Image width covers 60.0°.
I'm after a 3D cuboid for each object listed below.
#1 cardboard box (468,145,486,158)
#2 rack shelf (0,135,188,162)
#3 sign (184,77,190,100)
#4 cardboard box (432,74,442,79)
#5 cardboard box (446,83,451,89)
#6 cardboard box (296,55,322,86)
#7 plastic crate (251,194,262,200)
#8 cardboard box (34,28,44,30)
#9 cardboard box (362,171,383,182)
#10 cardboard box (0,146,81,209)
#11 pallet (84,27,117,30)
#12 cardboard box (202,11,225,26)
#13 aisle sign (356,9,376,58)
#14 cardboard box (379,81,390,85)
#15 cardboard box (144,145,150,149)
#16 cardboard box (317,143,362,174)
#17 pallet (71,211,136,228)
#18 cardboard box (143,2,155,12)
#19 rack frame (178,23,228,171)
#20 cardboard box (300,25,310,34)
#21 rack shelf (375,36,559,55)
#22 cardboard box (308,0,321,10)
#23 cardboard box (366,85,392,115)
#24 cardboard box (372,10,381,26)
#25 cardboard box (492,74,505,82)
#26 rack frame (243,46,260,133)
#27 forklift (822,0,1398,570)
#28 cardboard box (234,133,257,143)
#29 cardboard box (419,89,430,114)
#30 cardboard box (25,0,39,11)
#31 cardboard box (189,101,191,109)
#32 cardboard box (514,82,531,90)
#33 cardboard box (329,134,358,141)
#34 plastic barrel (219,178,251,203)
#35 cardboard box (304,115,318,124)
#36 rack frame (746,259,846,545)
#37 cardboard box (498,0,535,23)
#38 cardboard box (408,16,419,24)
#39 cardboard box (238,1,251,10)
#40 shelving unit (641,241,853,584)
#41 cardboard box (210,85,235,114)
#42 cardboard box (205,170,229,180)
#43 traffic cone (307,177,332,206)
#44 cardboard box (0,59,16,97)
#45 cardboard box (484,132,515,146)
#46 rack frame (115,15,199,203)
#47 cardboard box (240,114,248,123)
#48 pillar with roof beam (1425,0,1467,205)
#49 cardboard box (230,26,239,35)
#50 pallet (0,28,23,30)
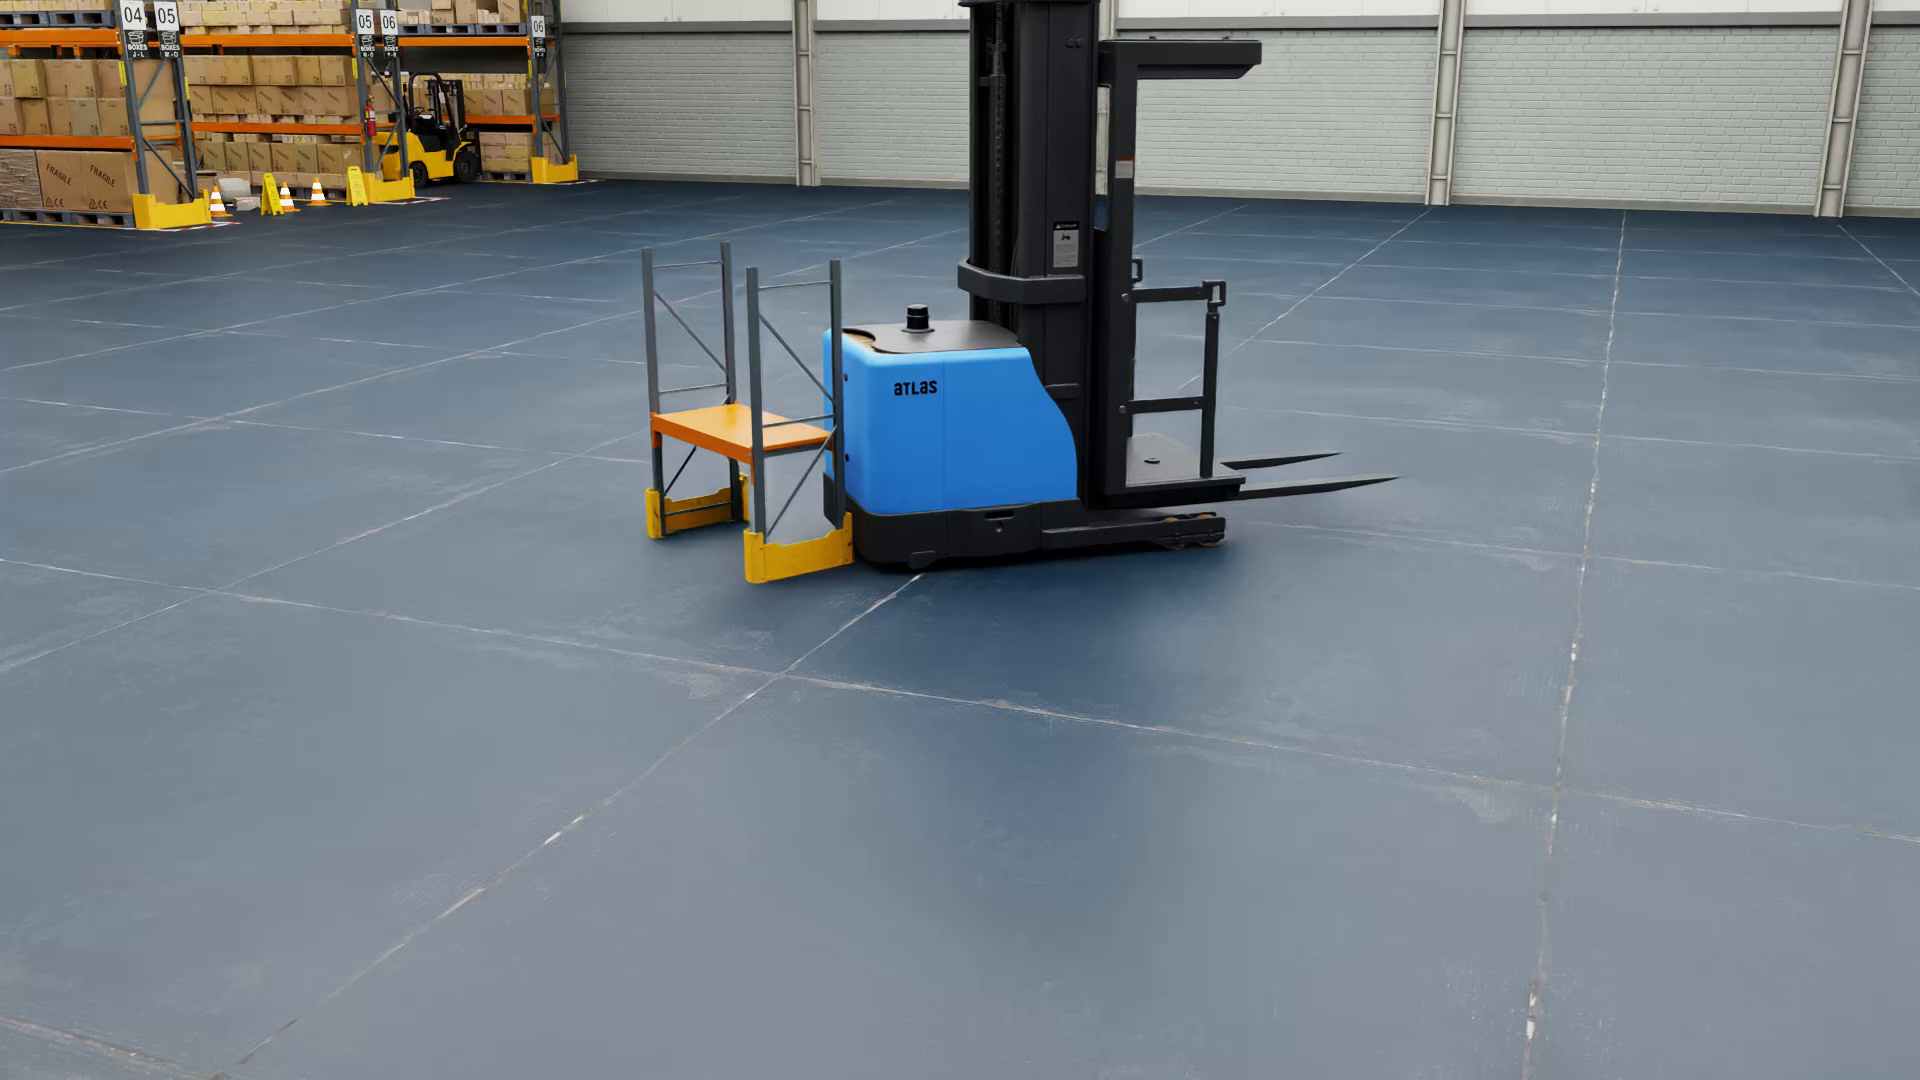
[{"bbox_3d":[-9.757,-7.926,33.877,0.500,0.250,0.500,6,17,19],"label":"cardboard box"},{"bbox_3d":[-13.639,-6.012,25.292,4.000,0.370,1.077,6,17,21],"label":"rack shelf"},{"bbox_3d":[-11.570,-6.750,24.849,0.005,0.325,0.100,6,17,21],"label":"sign"},{"bbox_3d":[-10.545,-9.425,33.884,0.250,0.149,0.380,6,17,20],"label":"cardboard box"},{"bbox_3d":[-10.329,-9.239,33.776,0.250,0.149,0.380,6,17,19],"label":"cardboard box"},{"bbox_3d":[-11.080,-8.167,28.920,0.500,0.500,0.700,6,17,21],"label":"cardboard box"},{"bbox_3d":[-12.618,-6.081,29.476,0.583,0.080,0.402,0,16,1],"label":"plastic crate"},{"bbox_3d":[-17.031,-9.539,31.011,0.258,0.266,0.396,6,17,21],"label":"cardboard box"},{"bbox_3d":[-10.706,-6.482,29.801,0.500,0.250,0.500,6,17,20],"label":"cardboard box"},{"bbox_3d":[-14.101,-5.569,25.536,0.875,0.875,0.875,6,17,21],"label":"cardboard box"},{"bbox_3d":[-15.279,-9.402,30.638,1.003,0.211,1.213,6,17,21],"label":"pallet"},{"bbox_3d":[-12.986,-9.201,29.342,0.500,0.250,0.500,6,17,20],"label":"cardboard box"},{"bbox_3d":[-10.105,-8.614,28.301,0.004,0.787,0.394,6,17,21],"label":"aisle sign"},{"bbox_3d":[-11.760,-9.402,34.338,0.250,0.149,0.380,6,17,20],"label":"cardboard box"},{"bbox_3d":[-18.073,-8.751,37.169,0.500,0.500,0.500,6,17,19],"label":"cardboard box"},{"bbox_3d":[-10.898,-6.702,29.214,0.500,0.500,0.500,6,17,21],"label":"cardboard box"},{"bbox_3d":[-12.551,-4.875,25.088,1.213,0.211,1.003,6,17,21],"label":"pallet"},{"bbox_3d":[-11.980,-7.840,24.439,0.250,0.149,0.380,6,17,21],"label":"cardboard box"},{"bbox_3d":[-13.778,-7.856,30.354,0.127,3.000,1.000,6,17,21],"label":"rack frame"},{"bbox_3d":[-11.181,-8.827,28.769,0.250,0.149,0.380,6,17,21],"label":"cardboard box"},{"bbox_3d":[-10.099,-10.034,33.767,4.000,0.370,1.077,6,17,21],"label":"rack shelf"},{"bbox_3d":[-10.950,-9.165,28.504,0.250,0.149,0.380,6,17,20],"label":"cardboard box"},{"bbox_3d":[-10.396,-7.758,29.304,0.500,0.500,0.500,6,17,20],"label":"cardboard box"},{"bbox_3d":[-10.427,-9.079,28.921,0.500,0.250,0.500,6,17,20],"label":"cardboard box"},{"bbox_3d":[-9.144,-9.256,33.300,0.250,0.149,0.380,7,17,22],"label":"cardboard box"},{"bbox_3d":[-15.681,-9.553,36.199,0.127,3.000,1.000,6,17,21],"label":"rack frame"},{"bbox_3d":[0.847,-1.490,8.548,3.031,2.935,1.130,-5,17,-18],"label":"forklift"},{"bbox_3d":[-12.755,-7.198,29.758,0.250,0.149,0.380,7,18,23],"label":"cardboard box"},{"bbox_3d":[-10.681,-8.978,34.040,0.500,0.500,0.500,6,17,20],"label":"cardboard box"},{"bbox_3d":[-13.394,-7.798,24.294,0.250,0.149,0.380,6,17,21],"label":"cardboard box"},{"bbox_3d":[-14.176,-8.076,30.808,0.250,0.149,0.380,7,17,21],"label":"cardboard box"},{"bbox_3d":[-8.664,-9.057,33.148,0.250,0.149,0.380,7,17,21],"label":"cardboard box"},{"bbox_3d":[-13.168,-8.337,35.517,0.625,0.625,0.875,6,17,20],"label":"cardboard box"},{"bbox_3d":[-12.534,-6.028,28.679,0.512,0.421,0.421,-9,18,-27],"label":"plastic barrel"},{"bbox_3d":[-11.241,-7.356,29.084,0.250,0.149,0.380,7,17,22],"label":"cardboard box"},{"bbox_3d":[-0.770,-0.562,7.920,0.500,1.500,0.032,-12,20,-36],"label":"rack frame"},{"bbox_3d":[-8.740,-10.455,32.814,0.500,0.500,0.500,7,18,22],"label":"cardboard box"},{"bbox_3d":[-10.939,-10.510,33.634,0.250,0.149,0.380,7,18,22],"label":"cardboard box"},{"bbox_3d":[-12.373,-9.323,29.047,0.250,0.149,0.380,6,17,20],"label":"cardboard box"},{"bbox_3d":[-1.088,-0.676,8.311,0.587,1.500,1.083,-12,20,-36],"label":"shelving unit"},{"bbox_3d":[-12.995,-7.884,29.739,0.500,0.500,0.500,6,17,20],"label":"cardboard box"},{"bbox_3d":[-13.328,-6.607,30.230,0.500,0.250,0.500,5,17,18],"label":"cardboard box"},{"bbox_3d":[-10.930,-5.938,28.298,0.334,0.463,0.336,6,17,21],"label":"traffic cone"},{"bbox_3d":[-14.163,-6.989,25.161,0.550,0.550,0.875,6,17,21],"label":"cardboard box"},{"bbox_3d":[-9.259,-8.113,33.624,0.500,0.250,0.500,7,17,22],"label":"cardboard box"},{"bbox_3d":[-11.779,-6.153,24.487,0.127,3.000,1.000,6,17,21],"label":"rack frame"},{"bbox_3d":[-12.613,-7.535,29.698,0.250,0.149,0.380,6,17,20],"label":"cardboard box"},{"bbox_3d":[6.609,-8.963,23.406,0.400,9.000,9.100,6,17,21],"label":"pillar with roof beam"},{"bbox_3d":[-12.621,-8.976,29.283,0.250,0.149,0.380,6,17,19],"label":"cardboard box"},{"bbox_3d":[-18.117,-9.667,31.551,1.003,0.211,1.213,7,18,23],"label":"pallet"}]
